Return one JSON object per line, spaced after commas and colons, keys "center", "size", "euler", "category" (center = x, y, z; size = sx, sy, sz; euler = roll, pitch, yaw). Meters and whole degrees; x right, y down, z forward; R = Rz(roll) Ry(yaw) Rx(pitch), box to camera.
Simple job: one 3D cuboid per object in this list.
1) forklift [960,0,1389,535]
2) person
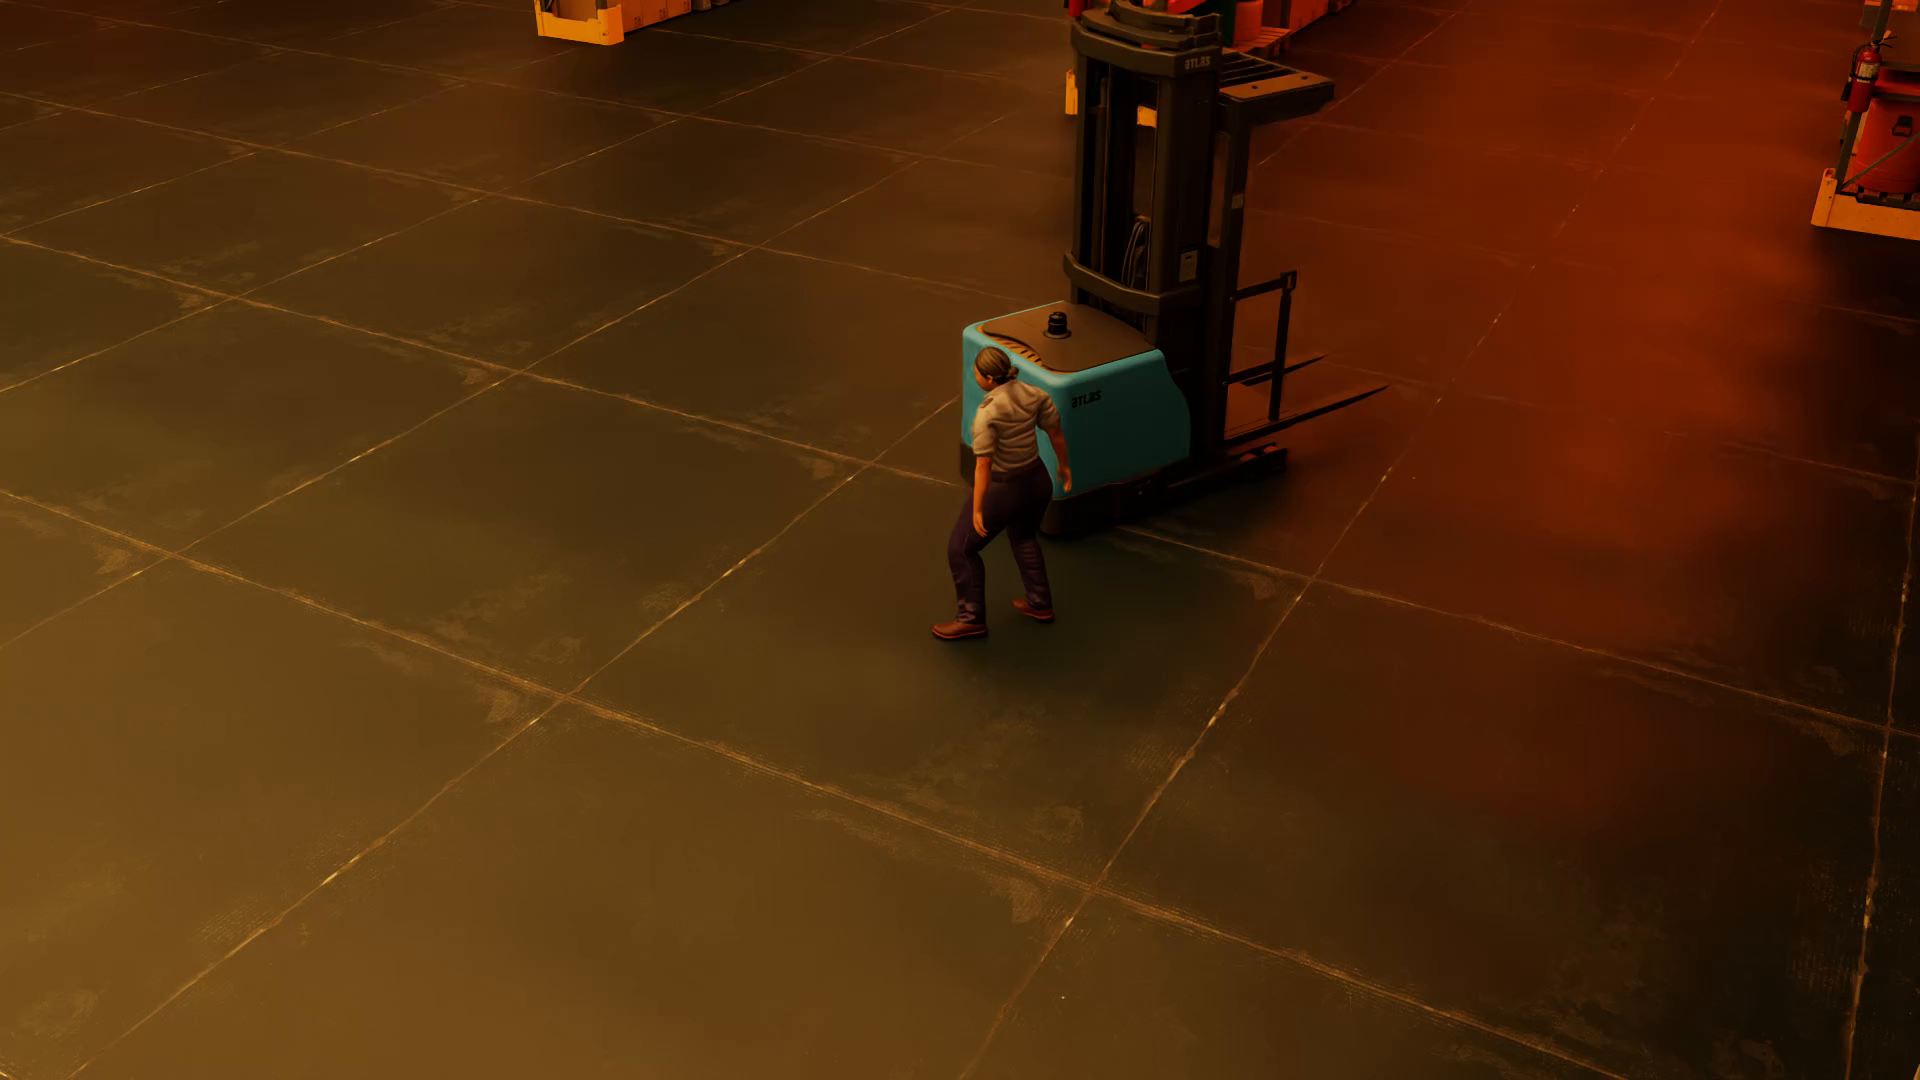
{"center": [1.505, -1.857, 10.288], "size": [3.031, 2.935, 1.130], "euler": [-19, 35, -29], "category": "forklift"}
{"center": [0.247, -0.249, 8.849], "size": [0.827, 1.619, 0.395], "euler": [-23, 37, -35], "category": "person"}
